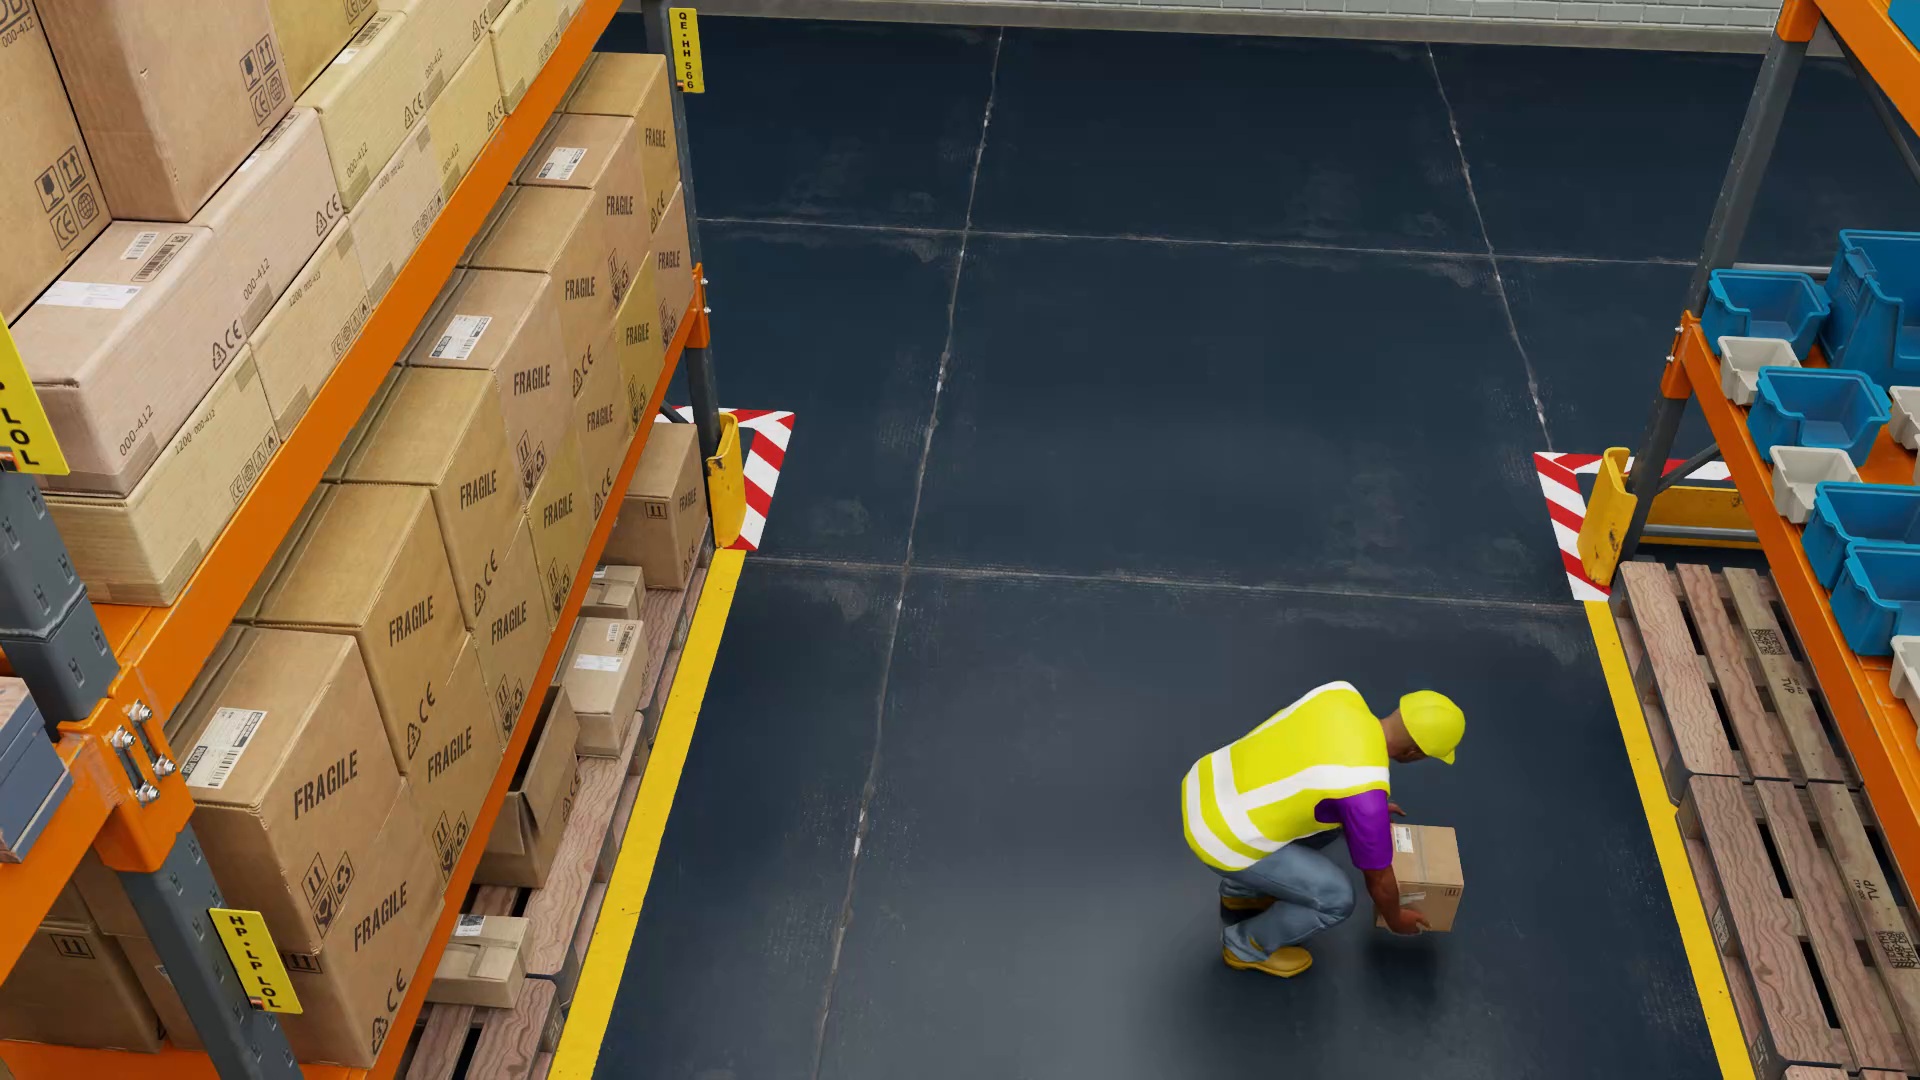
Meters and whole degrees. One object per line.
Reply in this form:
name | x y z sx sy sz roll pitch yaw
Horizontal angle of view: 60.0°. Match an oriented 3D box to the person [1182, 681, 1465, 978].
person | 1.162 0.916 5.536 0.857 1.133 0.607 3 40 4
